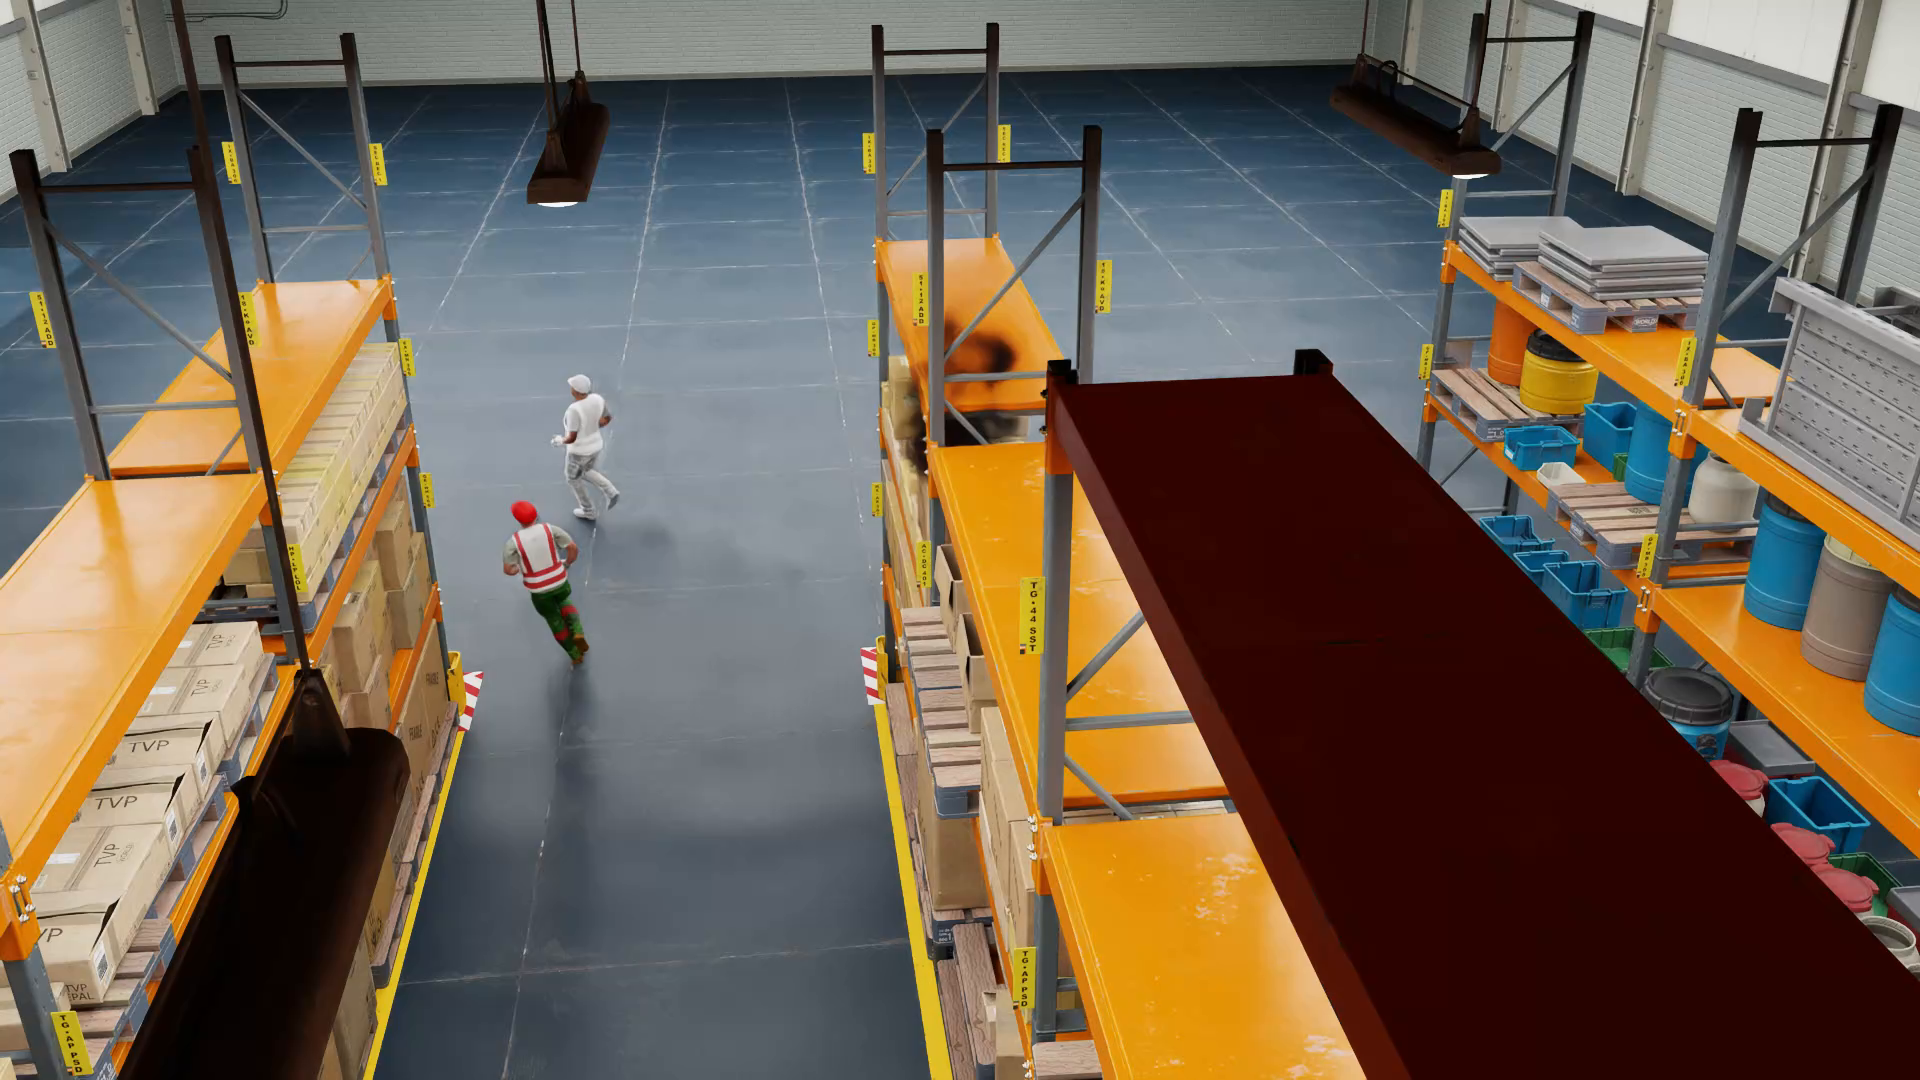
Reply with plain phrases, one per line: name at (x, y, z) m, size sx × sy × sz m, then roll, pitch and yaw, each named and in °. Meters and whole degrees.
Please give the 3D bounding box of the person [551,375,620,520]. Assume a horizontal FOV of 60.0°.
person at (-4.201, -1.039, 18.670) m, size 0.621 × 1.730 × 0.681 m, roll 12°, pitch 28°, yaw 24°

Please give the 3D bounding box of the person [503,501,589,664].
person at (-3.965, 0.383, 15.724) m, size 0.693 × 1.707 × 0.521 m, roll -13°, pitch 29°, yaw -26°
